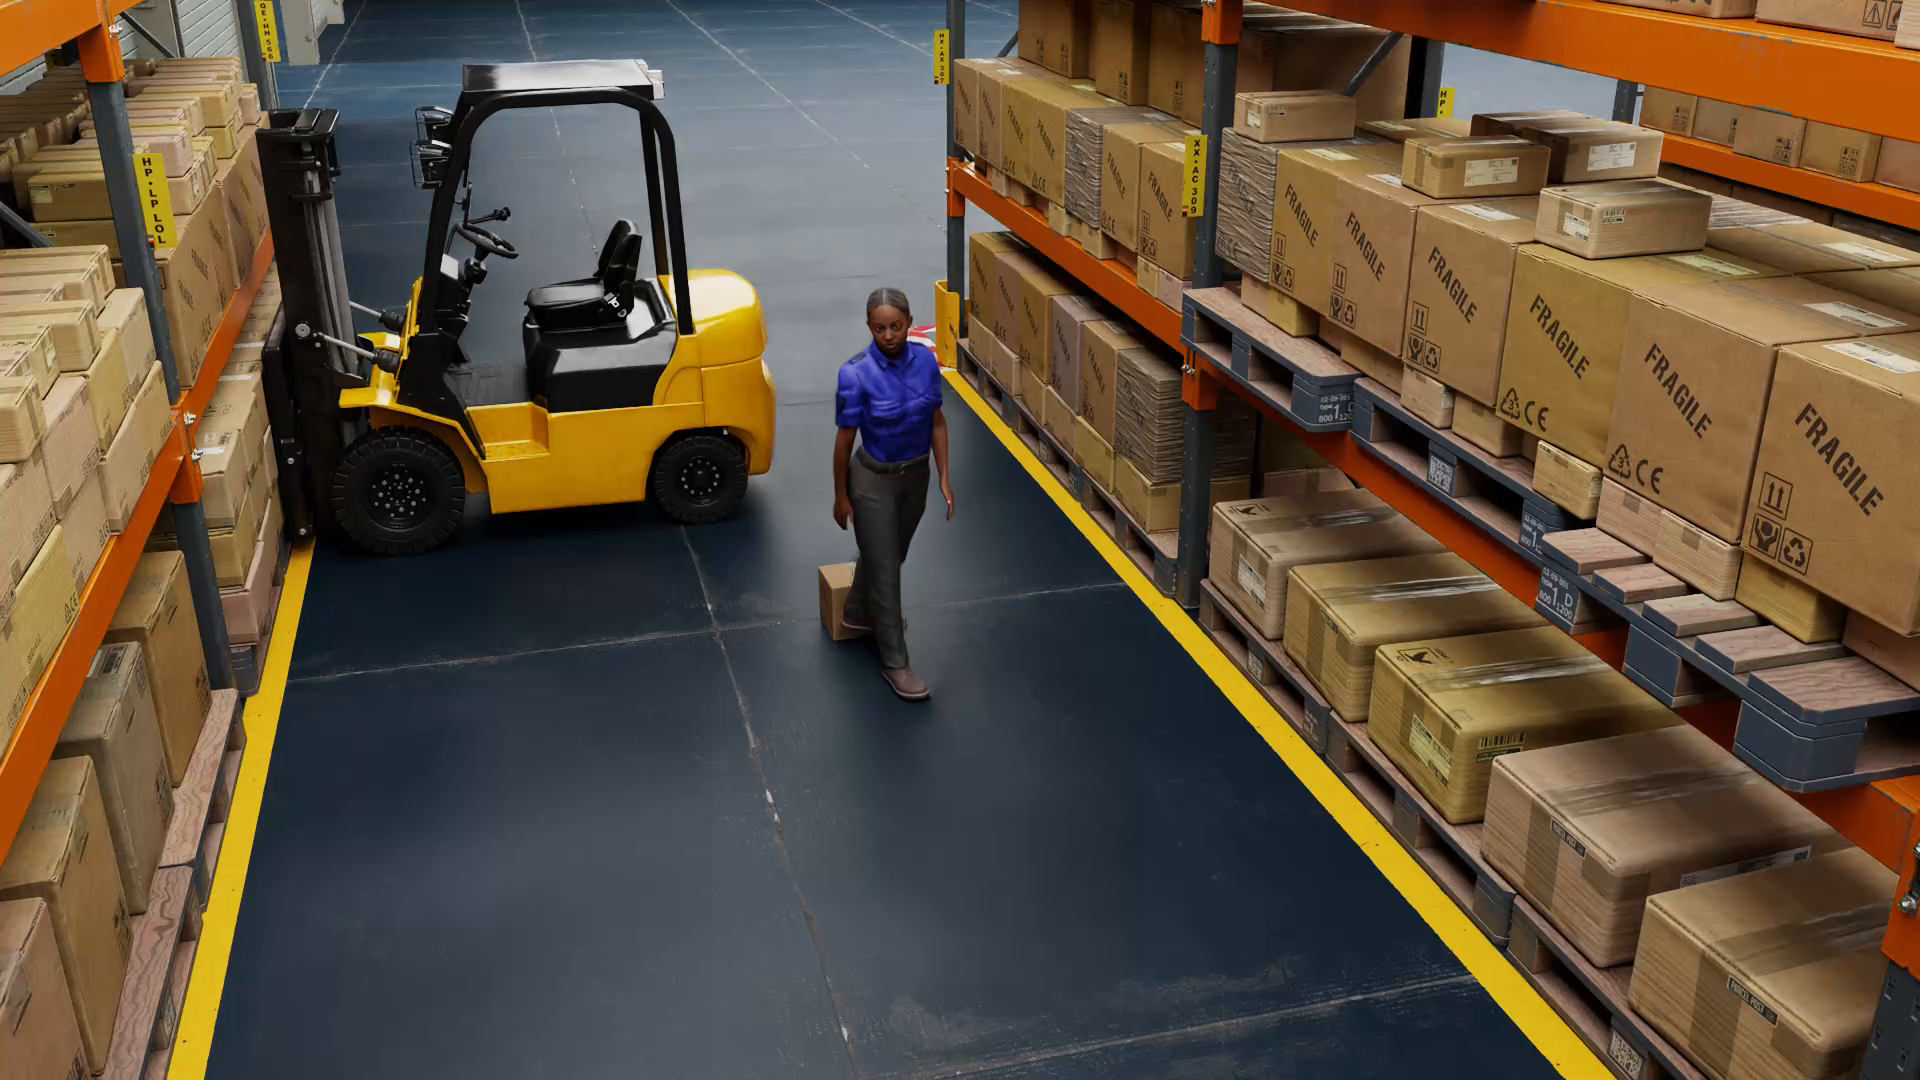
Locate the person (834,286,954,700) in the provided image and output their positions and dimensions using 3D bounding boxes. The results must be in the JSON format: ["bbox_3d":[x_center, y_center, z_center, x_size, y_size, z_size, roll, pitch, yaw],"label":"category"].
[{"bbox_3d":[-0.295,-0.227,6.643,0.482,1.632,0.687,-18,29,-36],"label":"person"}]
